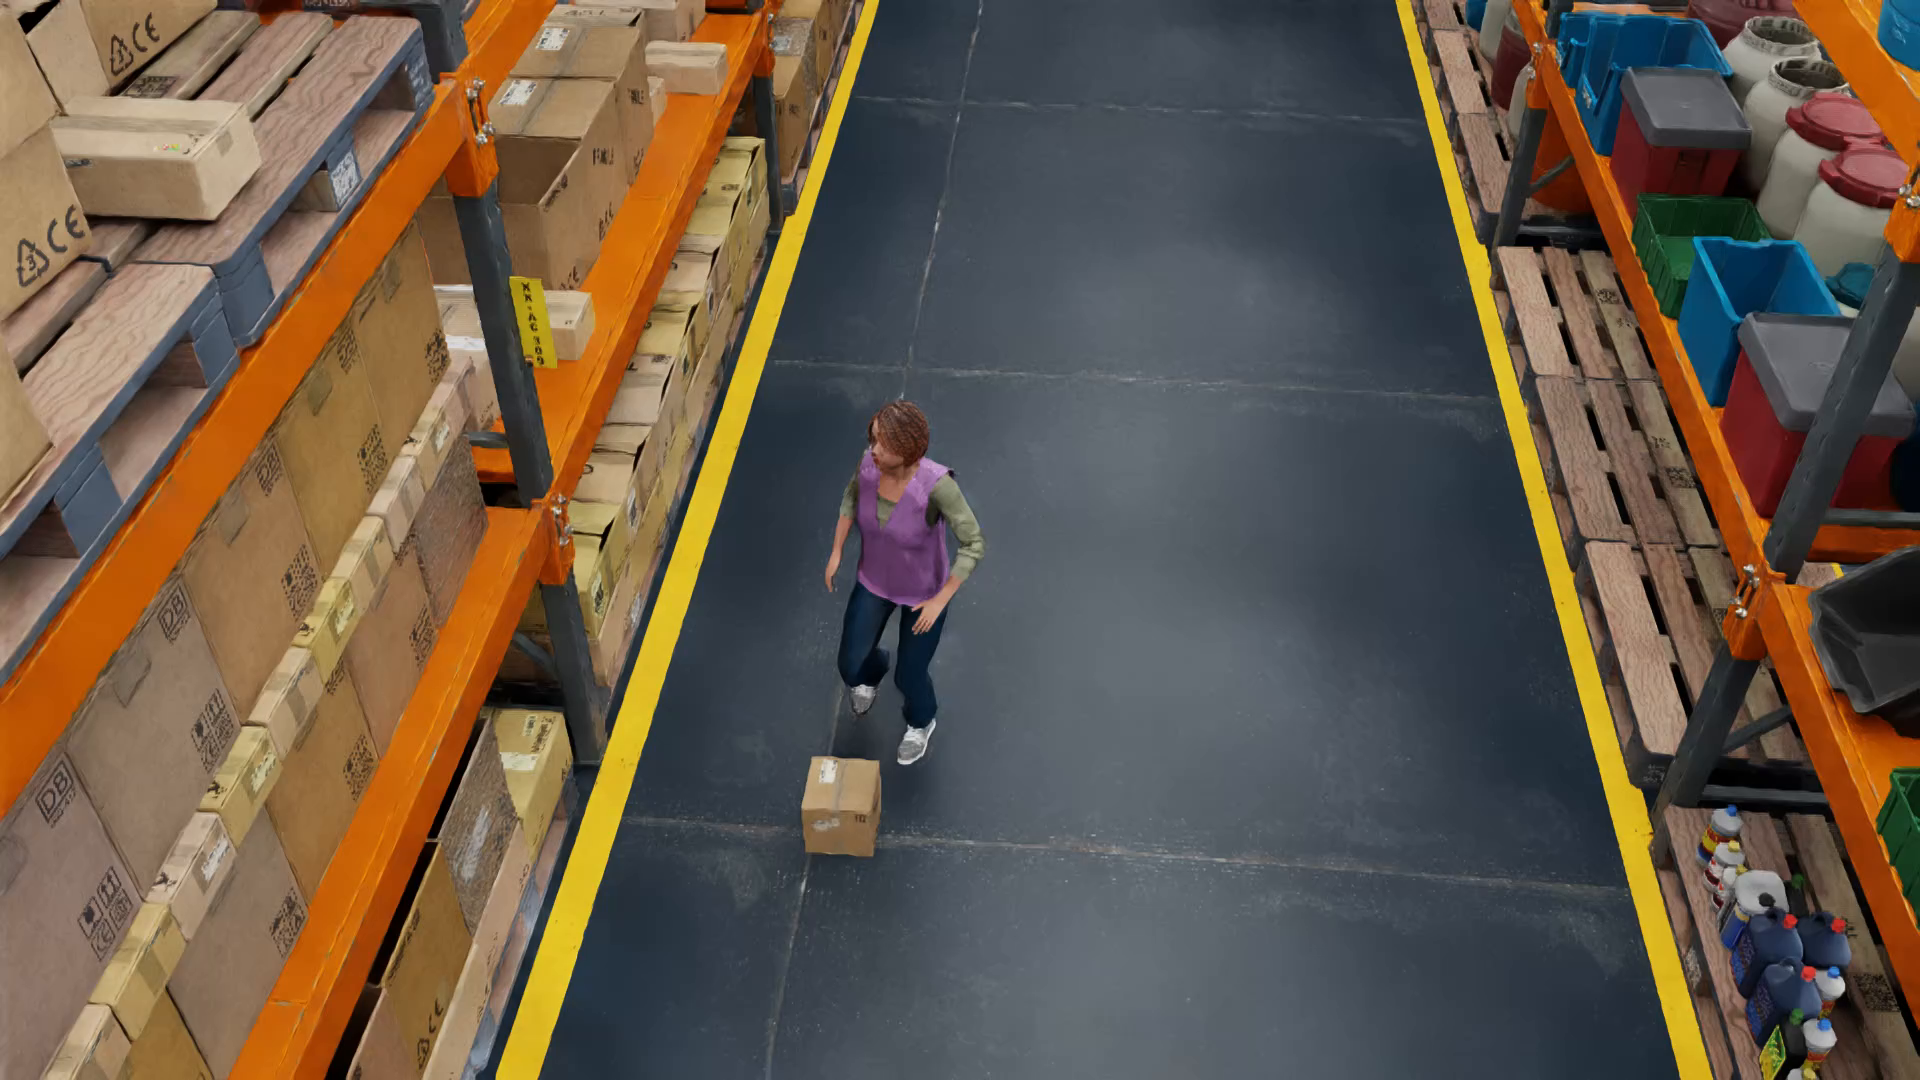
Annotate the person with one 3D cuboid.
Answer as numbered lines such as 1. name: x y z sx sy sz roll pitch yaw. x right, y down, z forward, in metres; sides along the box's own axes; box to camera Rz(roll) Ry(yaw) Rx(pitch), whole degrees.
1. person: -0.207 0.193 5.963 0.585 1.563 0.439 14 43 16
